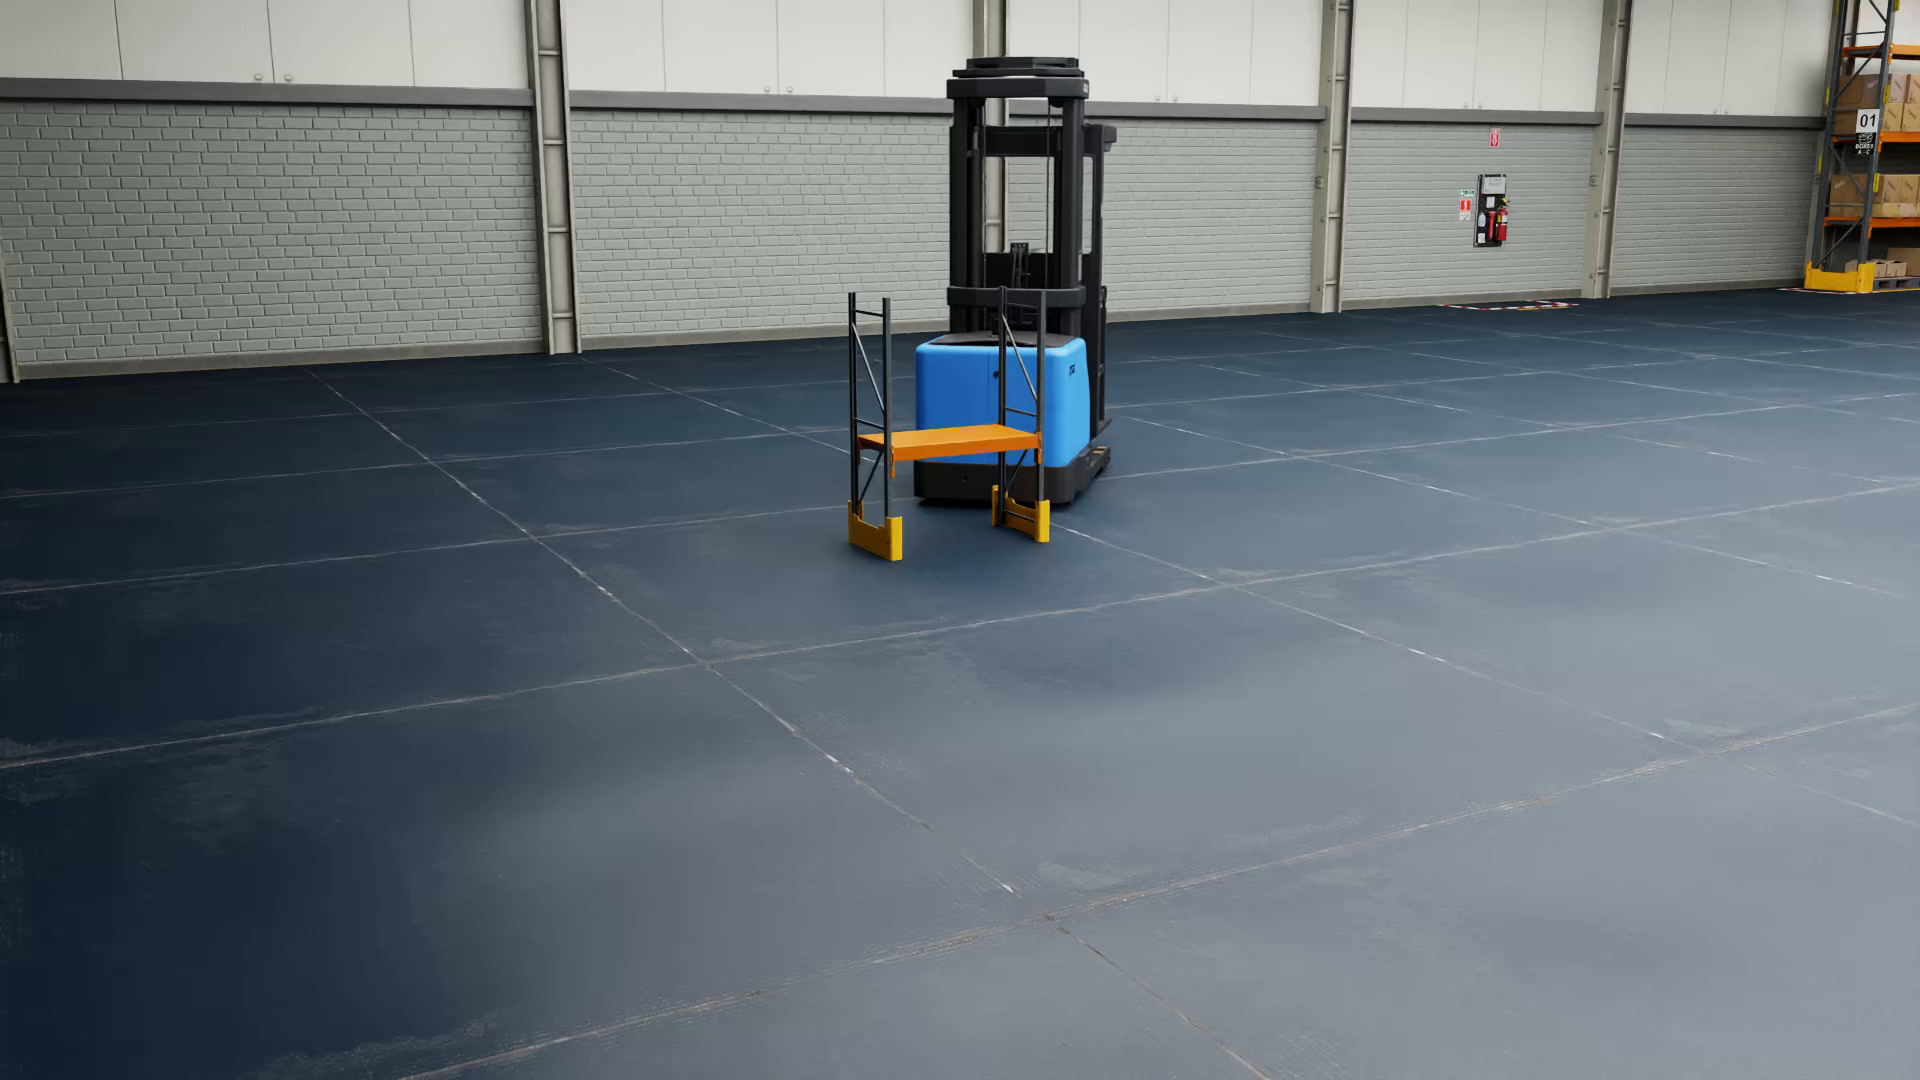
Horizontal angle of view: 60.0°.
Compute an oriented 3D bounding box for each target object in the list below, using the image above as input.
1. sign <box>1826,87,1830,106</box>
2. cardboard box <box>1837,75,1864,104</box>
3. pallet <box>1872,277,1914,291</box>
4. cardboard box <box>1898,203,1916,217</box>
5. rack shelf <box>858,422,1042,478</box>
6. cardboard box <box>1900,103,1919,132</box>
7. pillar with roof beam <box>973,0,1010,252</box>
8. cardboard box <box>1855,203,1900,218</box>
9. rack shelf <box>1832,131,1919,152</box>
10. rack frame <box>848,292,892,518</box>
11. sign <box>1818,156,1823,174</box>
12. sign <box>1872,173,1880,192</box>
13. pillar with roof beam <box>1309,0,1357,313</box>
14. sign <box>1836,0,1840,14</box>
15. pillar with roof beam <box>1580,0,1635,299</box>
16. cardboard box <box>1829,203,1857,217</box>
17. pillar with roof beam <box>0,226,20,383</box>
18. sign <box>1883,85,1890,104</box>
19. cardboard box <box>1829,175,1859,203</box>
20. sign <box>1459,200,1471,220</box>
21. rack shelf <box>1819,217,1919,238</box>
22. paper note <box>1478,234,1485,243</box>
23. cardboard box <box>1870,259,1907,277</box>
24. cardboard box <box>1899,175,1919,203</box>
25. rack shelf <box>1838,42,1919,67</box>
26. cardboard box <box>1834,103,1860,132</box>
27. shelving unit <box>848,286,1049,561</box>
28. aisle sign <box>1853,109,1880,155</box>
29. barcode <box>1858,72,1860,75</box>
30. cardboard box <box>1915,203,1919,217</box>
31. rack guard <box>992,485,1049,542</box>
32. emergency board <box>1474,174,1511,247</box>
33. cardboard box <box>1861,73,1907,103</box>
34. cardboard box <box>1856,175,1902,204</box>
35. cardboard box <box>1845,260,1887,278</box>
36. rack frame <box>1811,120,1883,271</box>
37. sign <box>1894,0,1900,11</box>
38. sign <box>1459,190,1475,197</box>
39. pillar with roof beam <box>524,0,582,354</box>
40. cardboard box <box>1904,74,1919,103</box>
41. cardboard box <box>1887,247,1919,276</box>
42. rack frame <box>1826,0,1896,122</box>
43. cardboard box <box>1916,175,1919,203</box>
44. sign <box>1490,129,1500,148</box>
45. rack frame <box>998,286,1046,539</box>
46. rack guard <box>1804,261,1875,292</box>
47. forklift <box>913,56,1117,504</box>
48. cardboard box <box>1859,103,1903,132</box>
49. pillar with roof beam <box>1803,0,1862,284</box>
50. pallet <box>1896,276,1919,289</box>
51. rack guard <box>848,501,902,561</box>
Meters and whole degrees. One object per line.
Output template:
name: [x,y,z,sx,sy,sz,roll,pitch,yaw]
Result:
sign: [15.768,-8.043,30.166,0.005,0.325,0.100,-7,14,-28]
cardboard box: [16.269,-8.144,30.081,0.500,0.500,0.500,-6,14,-25]
pallet: [16.813,-4.764,30.799,1.213,0.211,1.003,-7,14,-28]
cardboard box: [17.045,-6.022,30.333,0.500,0.250,0.500,-7,15,-30]
rack shelf: [-0.075,-0.547,9.944,1.000,0.185,0.538,-7,14,-28]
cardboard box: [16.918,-7.597,29.928,0.500,0.500,0.500,-6,14,-24]
pillar with roof beam: [2.479,-6.482,18.416,0.400,9.000,9.100,-7,14,-28]
cardboard box: [16.596,-5.965,30.078,0.500,0.250,0.500,-7,15,-29]
rack shelf: [17.771,-7.361,30.792,4.000,0.370,1.077,-7,14,-28]
rack frame: [-0.521,-0.669,9.667,0.032,1.500,0.500,-7,14,-28]
sign: [15.768,-6.866,30.430,0.005,0.325,0.100,-7,14,-28]
sign: [16.276,-6.356,29.548,0.005,0.325,0.100,-7,14,-28]
pillar with roof beam: [7.746,-7.113,21.221,0.400,9.000,9.100,-7,14,-28]
sign: [15.768,-9.607,29.814,0.005,0.325,0.100,-7,14,-28]
pillar with roof beam: [13.012,-7.744,24.026,0.400,9.000,9.100,-7,14,-28]
cardboard box: [16.333,-6.061,30.506,0.500,0.250,0.500,-7,14,-27]
pillar with roof beam: [-8.053,-5.220,12.807,0.400,9.000,9.100,-7,14,-28]
sign: [16.276,-7.823,29.218,0.005,0.325,0.100,-7,14,-28]
cardboard box: [16.328,-6.431,30.442,0.500,0.500,0.500,-7,14,-28]
sign: [8.227,-5.374,27.074,0.234,0.329,0.001,-7,14,-28]
rack shelf: [17.771,-5.898,31.122,4.000,0.370,1.077,-7,14,-28]
paper note: [8.574,-4.960,27.321,0.142,0.148,0.016,-7,14,-28]
cardboard box: [17.167,-5.056,30.867,0.500,0.311,0.500,-6,14,-23]
cardboard box: [17.018,-6.383,30.228,0.500,0.500,0.500,-7,14,-28]
rack shelf: [17.771,-8.823,30.463,4.000,0.370,1.077,-7,14,-28]
cardboard box: [16.261,-7.653,30.177,0.500,0.500,0.500,-6,14,-24]
shelving unit: [-0.067,-0.724,9.909,1.083,1.500,0.587,-7,14,-28]
aisle sign: [16.096,-7.241,29.532,0.004,0.787,0.394,-7,14,-28]
barcode: [16.400,-8.502,30.352,0.075,0.075,0.001,-7,14,-28]
cardboard box: [17.495,-6.075,30.566,0.500,0.250,0.500,-7,15,-29]
rack guard: [0.370,-0.166,10.279,0.087,0.250,0.587,-7,14,-28]
emergency board: [8.762,-5.395,27.248,0.643,1.169,0.194,-7,14,-28]
cardboard box: [16.470,-8.042,29.628,0.500,0.500,0.500,-8,15,-32]
cardboard box: [16.579,-6.333,30.005,0.500,0.500,0.500,-7,14,-28]
cardboard box: [16.666,-4.996,30.601,0.500,0.311,0.500,-9,15,-34]
rack frame: [16.016,-6.038,30.108,0.127,3.000,1.000,-7,14,-28]
sign: [16.276,-9.355,28.873,0.005,0.325,0.100,-7,14,-28]
sign: [8.236,-5.631,27.011,0.331,0.109,0.001,-7,14,-28]
pillar with roof beam: [-2.787,-5.851,15.612,0.400,9.000,9.100,-7,14,-28]
cardboard box: [16.935,-8.085,29.819,0.500,0.500,0.500,-7,14,-29]
cardboard box: [17.835,-5.216,31.147,0.500,0.500,0.700,-8,15,-31]
rack frame: [16.016,-8.965,29.449,0.127,3.000,1.000,-7,14,-28]
cardboard box: [17.474,-6.436,30.464,0.500,0.500,0.500,-7,15,-30]
sign: [8.707,-6.544,27.075,0.199,0.298,0.001,-7,14,-28]
rack frame: [0.371,-0.776,10.142,0.032,1.500,0.500,-7,14,-28]
rack guard: [16.083,-4.827,30.418,0.348,0.500,1.175,-7,14,-28]
forklift: [0.521,-1.944,12.070,1.130,2.935,3.031,3,13,13]
cardboard box: [16.429,-7.547,29.707,0.500,0.500,0.500,-6,14,-26]
pillar with roof beam: [18.279,-8.376,26.830,0.400,9.000,9.100,-7,14,-28]
pallet: [17.882,-4.892,31.365,1.213,0.211,1.003,-7,14,-28]
rack guard: [-0.504,-0.062,9.813,0.087,0.250,0.587,-7,14,-28]
